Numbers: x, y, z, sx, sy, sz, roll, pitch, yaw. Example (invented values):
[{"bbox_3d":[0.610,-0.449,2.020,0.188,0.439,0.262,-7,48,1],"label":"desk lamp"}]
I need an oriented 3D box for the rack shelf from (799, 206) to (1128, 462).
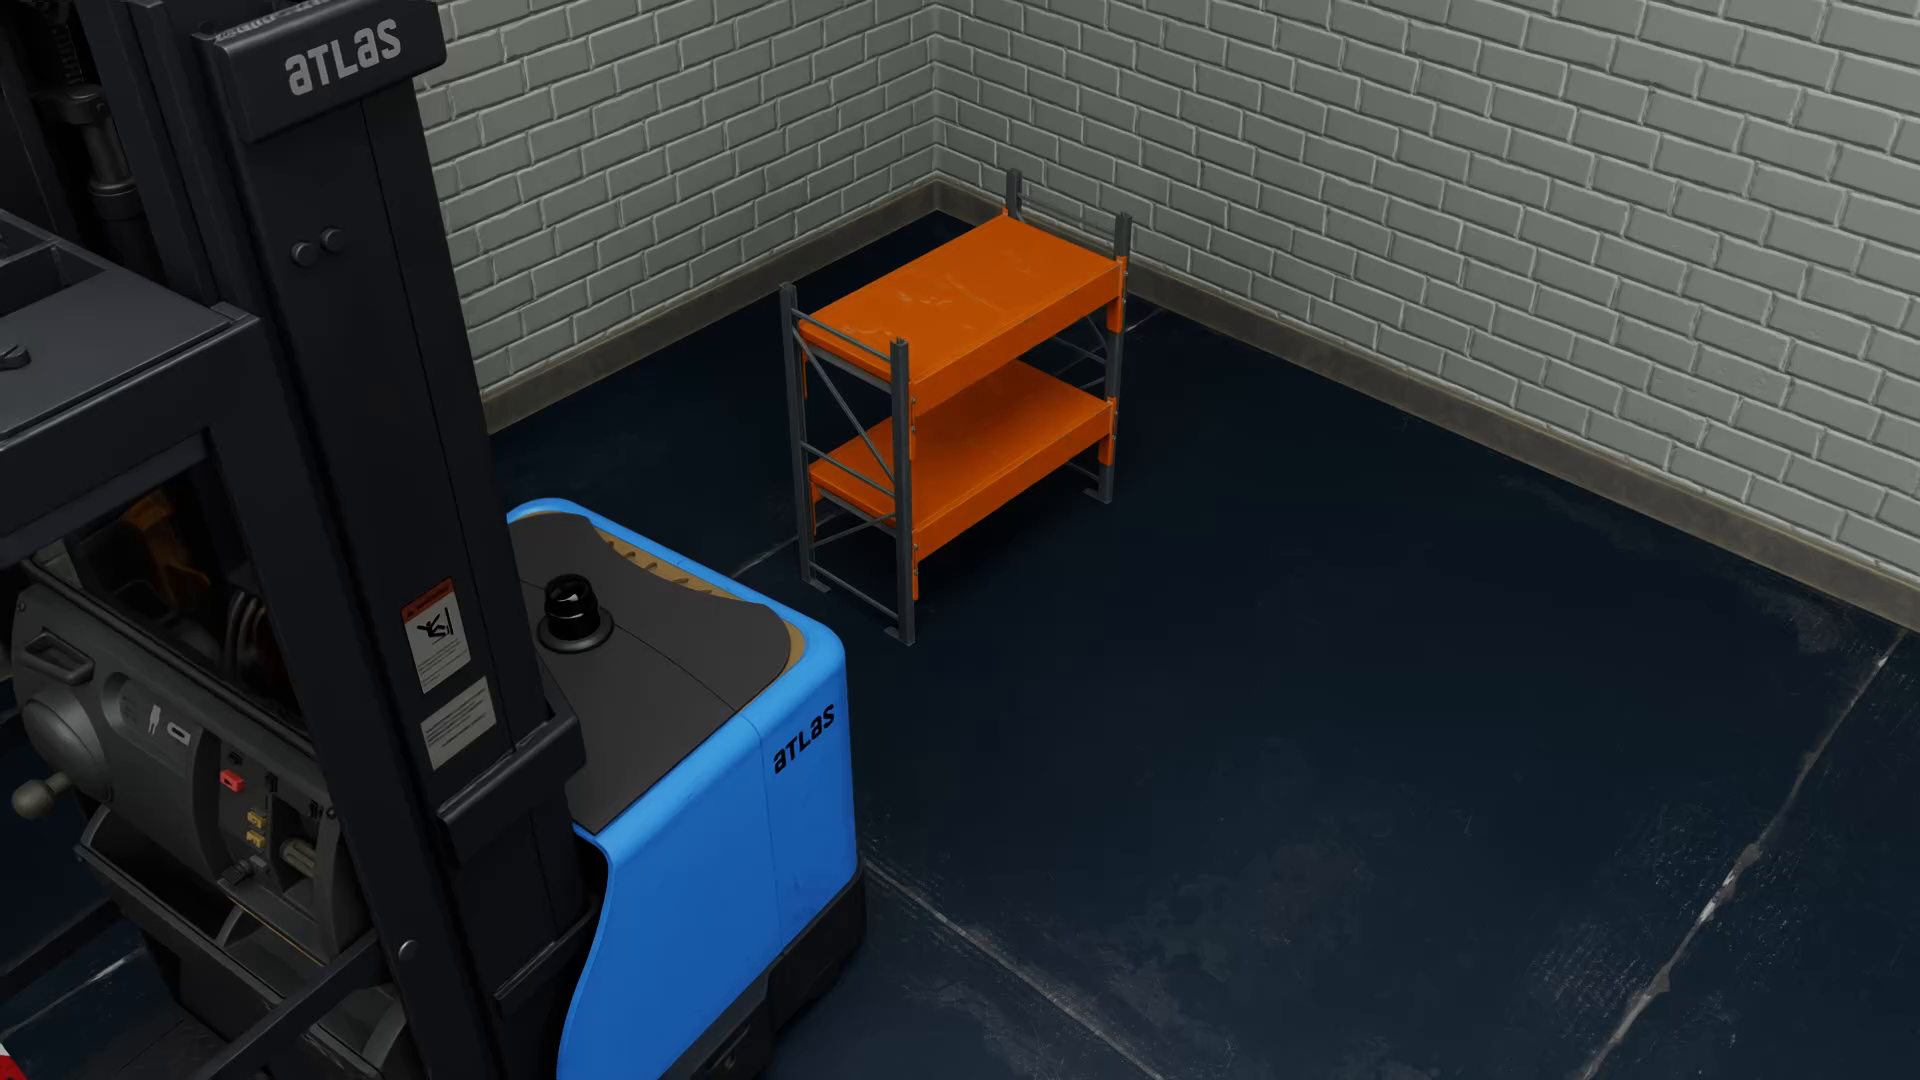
[{"bbox_3d":[0.005,-0.672,5.222,0.538,0.278,1.000,30,47,32],"label":"rack shelf"}]

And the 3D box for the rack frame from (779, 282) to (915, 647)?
[{"bbox_3d":[-0.338,-0.210,5.110,0.500,1.125,0.032,30,47,32],"label":"rack frame"}]

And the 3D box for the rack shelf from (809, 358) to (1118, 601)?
[{"bbox_3d":[0.005,-0.252,5.556,0.538,0.278,1.000,30,47,32],"label":"rack shelf"}]

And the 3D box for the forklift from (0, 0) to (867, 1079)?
[{"bbox_3d":[-1.504,0.484,2.786,1.130,2.935,3.031,24,44,27],"label":"forklift"}]

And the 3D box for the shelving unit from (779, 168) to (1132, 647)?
[{"bbox_3d":[0.005,-0.443,5.404,0.538,1.125,1.048,30,47,32],"label":"shelving unit"}]

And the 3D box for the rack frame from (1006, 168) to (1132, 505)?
[{"bbox_3d":[0.347,-0.677,5.698,0.500,1.125,0.032,30,47,32],"label":"rack frame"}]
